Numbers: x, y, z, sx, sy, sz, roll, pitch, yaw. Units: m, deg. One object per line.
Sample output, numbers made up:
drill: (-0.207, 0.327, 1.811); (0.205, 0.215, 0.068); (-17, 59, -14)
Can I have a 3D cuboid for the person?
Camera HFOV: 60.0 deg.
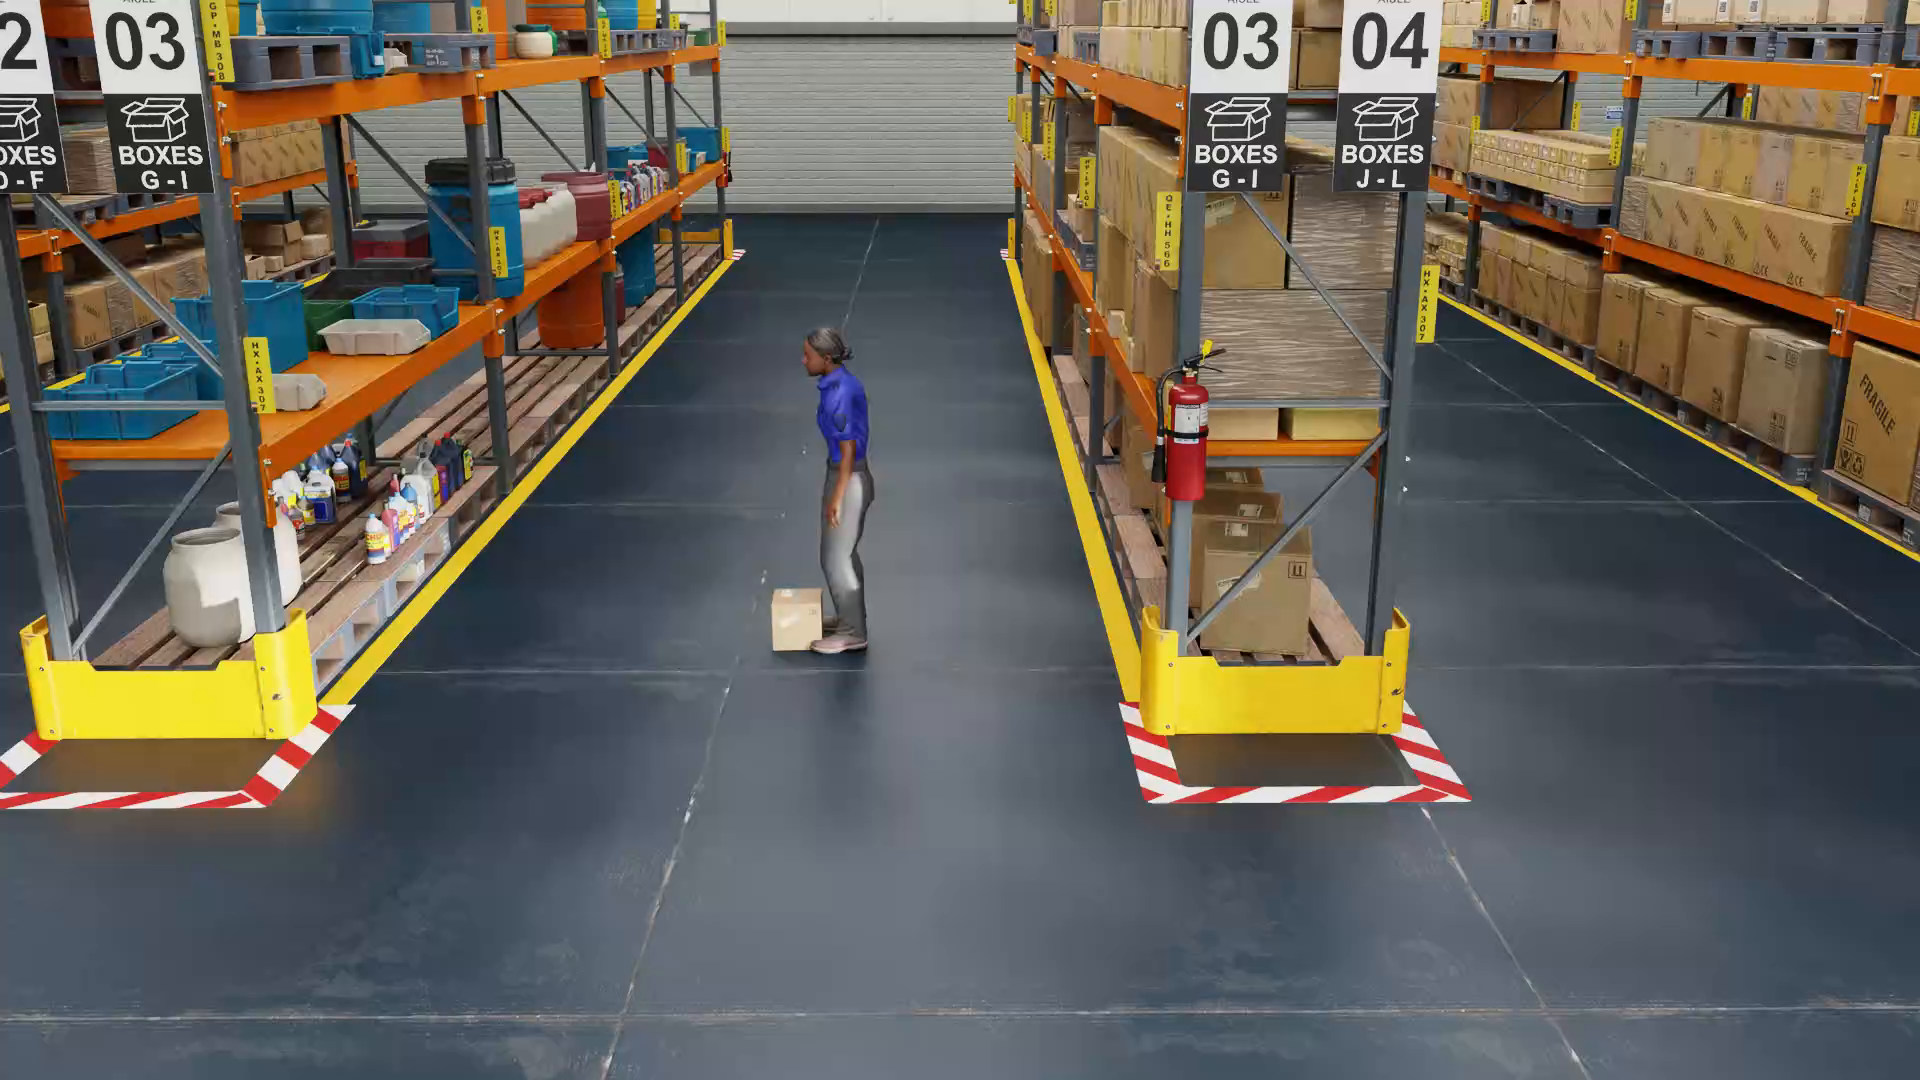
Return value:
person: (-0.607, -0.263, 8.401); (0.346, 1.655, 0.532); (-1, 17, -4)
